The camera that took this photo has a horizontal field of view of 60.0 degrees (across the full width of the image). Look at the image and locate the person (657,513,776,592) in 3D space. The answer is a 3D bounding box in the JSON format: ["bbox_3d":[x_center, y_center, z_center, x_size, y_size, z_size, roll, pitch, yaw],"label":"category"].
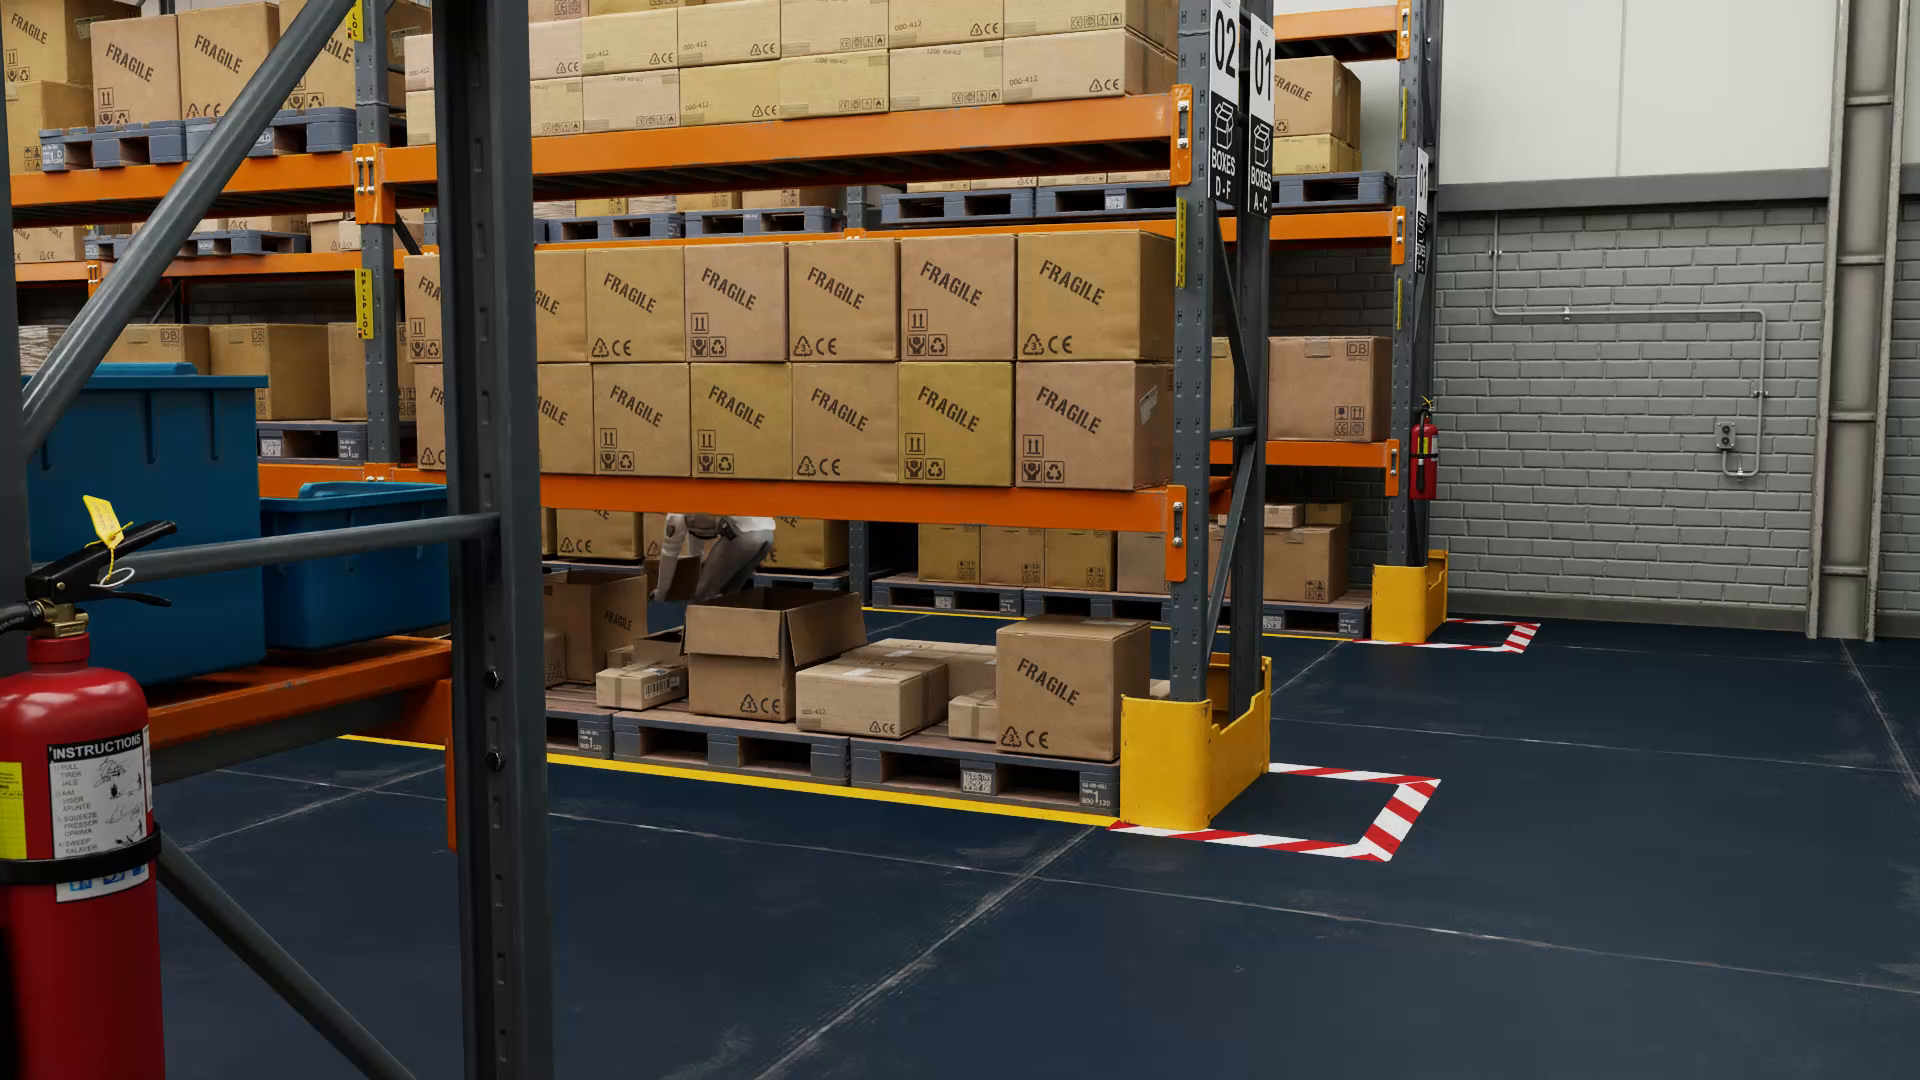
[{"bbox_3d":[-1.442,-0.014,9.928,0.681,0.653,0.412,2,6,21],"label":"person"}]
